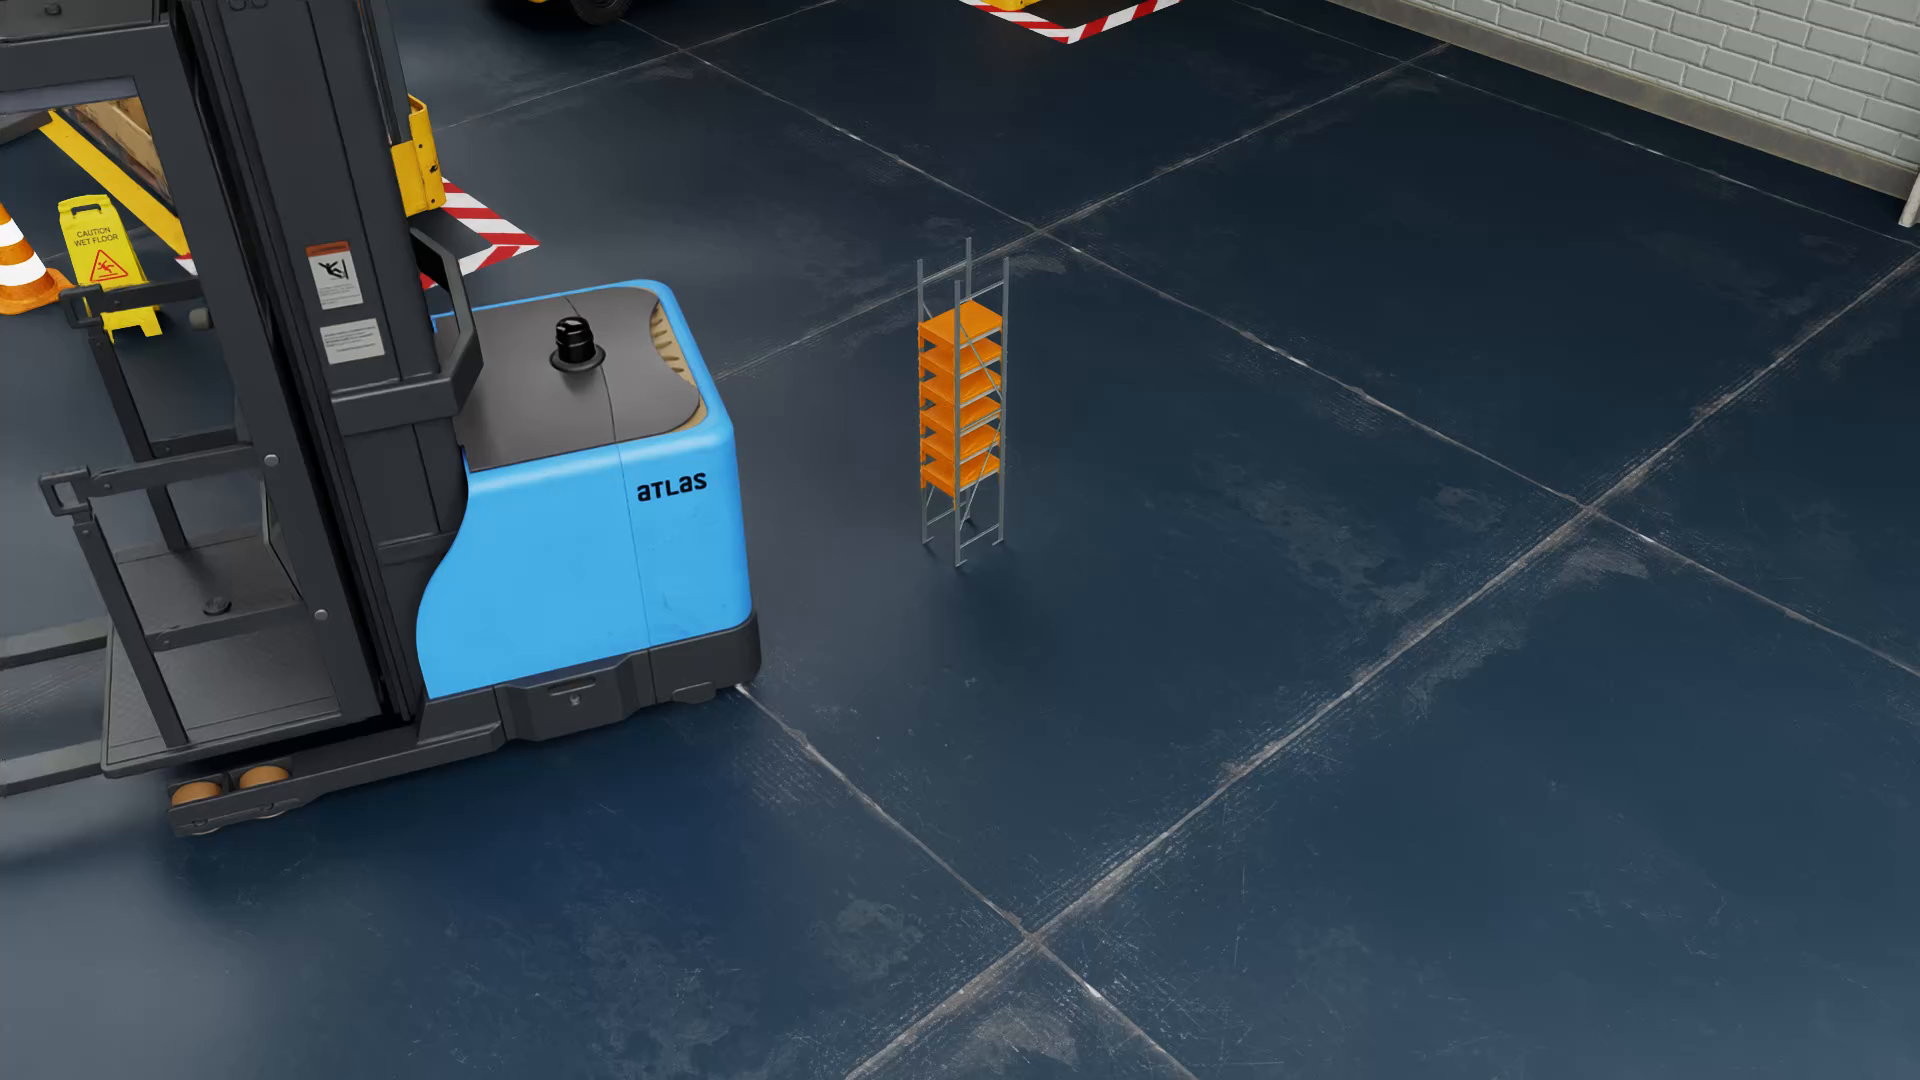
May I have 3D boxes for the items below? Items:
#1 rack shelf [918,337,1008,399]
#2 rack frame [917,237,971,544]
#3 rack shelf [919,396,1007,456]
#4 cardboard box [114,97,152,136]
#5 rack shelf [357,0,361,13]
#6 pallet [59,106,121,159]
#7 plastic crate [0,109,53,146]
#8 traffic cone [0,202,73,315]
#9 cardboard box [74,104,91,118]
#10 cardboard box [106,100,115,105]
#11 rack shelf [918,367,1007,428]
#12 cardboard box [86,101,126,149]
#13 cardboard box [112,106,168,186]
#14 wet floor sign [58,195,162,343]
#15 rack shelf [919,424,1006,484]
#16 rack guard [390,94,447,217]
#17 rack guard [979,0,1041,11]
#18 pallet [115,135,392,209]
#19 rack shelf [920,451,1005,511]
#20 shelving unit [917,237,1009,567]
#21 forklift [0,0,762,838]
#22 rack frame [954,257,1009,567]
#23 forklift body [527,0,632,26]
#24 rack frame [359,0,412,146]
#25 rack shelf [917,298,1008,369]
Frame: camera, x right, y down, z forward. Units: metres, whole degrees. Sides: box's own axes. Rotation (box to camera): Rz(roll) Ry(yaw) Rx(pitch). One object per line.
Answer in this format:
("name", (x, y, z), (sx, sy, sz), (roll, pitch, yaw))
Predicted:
("rack shelf", (0.010, -0.612, 5.742), (0.258, 0.103, 0.180), (-30, 48, -32))
("rack frame", (-0.052, -0.502, 5.917), (0.240, 1.200, 0.006), (-30, 48, -32))
("rack shelf", (0.010, -0.426, 5.893), (0.258, 0.103, 0.180), (-30, 48, -32))
("cardboard box", (-3.782, -2.303, 7.971), (0.500, 0.500, 0.500), (-30, 47, -31))
("rack shelf", (-4.401, -3.303, 8.525), (1.077, 0.370, 4.000), (-30, 48, -32))
("pallet", (-4.444, -2.563, 9.255), (1.003, 0.211, 1.213), (-30, 48, -32))
("plastic crate", (-5.295, -2.298, 9.031), (0.583, 0.080, 0.402), (18, 42, 21))
("traffic cone", (-4.289, -1.321, 7.517), (0.336, 0.463, 0.334), (-30, 48, -32))
("cardboard box", (-4.495, -2.494, 8.804), (0.500, 0.250, 0.500), (-32, 49, -33))
("cardboard box", (-4.137, -2.543, 8.268), (0.500, 0.500, 0.500), (-28, 47, -30))
("rack shelf", (0.010, -0.519, 5.817), (0.258, 0.103, 0.180), (-30, 48, -32))
("cardboard box", (-4.137, -2.254, 8.507), (0.500, 0.250, 0.500), (-30, 48, -32))
("cardboard box", (-3.809, -2.022, 8.220), (0.500, 0.250, 0.500), (-30, 48, -32))
("wet floor sign", (-3.708, -1.199, 7.221), (0.267, 0.644, 0.232), (-15, 41, -17))
("rack shelf", (0.010, -0.332, 5.968), (0.258, 0.103, 0.180), (-30, 48, -32))
("rack guard", (-3.099, -1.720, 7.982), (1.175, 0.500, 0.348), (-30, 48, -32))
("rack guard", (0.622, -3.785, 10.538), (1.175, 0.500, 0.348), (-30, 48, -32))
("pallet", (-3.623, -1.999, 8.557), (1.003, 0.211, 1.213), (-30, 48, -32))
("rack shelf", (0.010, -0.239, 6.043), (0.258, 0.103, 0.180), (-30, 48, -32))
("shelving unit", (0.010, -0.460, 5.865), (0.258, 1.200, 0.189), (-30, 48, -32))
("forklift", (-2.243, -0.609, 4.671), (3.031, 2.935, 1.130), (-13, 41, -16))
("rack frame", (0.072, -0.418, 5.812), (0.240, 1.200, 0.006), (-30, 48, -32))
("forklift body", (-2.021, -4.540, 10.160), (2.313, 2.155, 1.214), (-30, 48, -32))
("rack frame", (-3.048, -2.657, 7.153), (1.000, 3.000, 0.127), (-30, 48, -32))
("rack shelf", (0.010, -0.706, 5.666), (0.258, 0.103, 0.180), (-30, 48, -32))
